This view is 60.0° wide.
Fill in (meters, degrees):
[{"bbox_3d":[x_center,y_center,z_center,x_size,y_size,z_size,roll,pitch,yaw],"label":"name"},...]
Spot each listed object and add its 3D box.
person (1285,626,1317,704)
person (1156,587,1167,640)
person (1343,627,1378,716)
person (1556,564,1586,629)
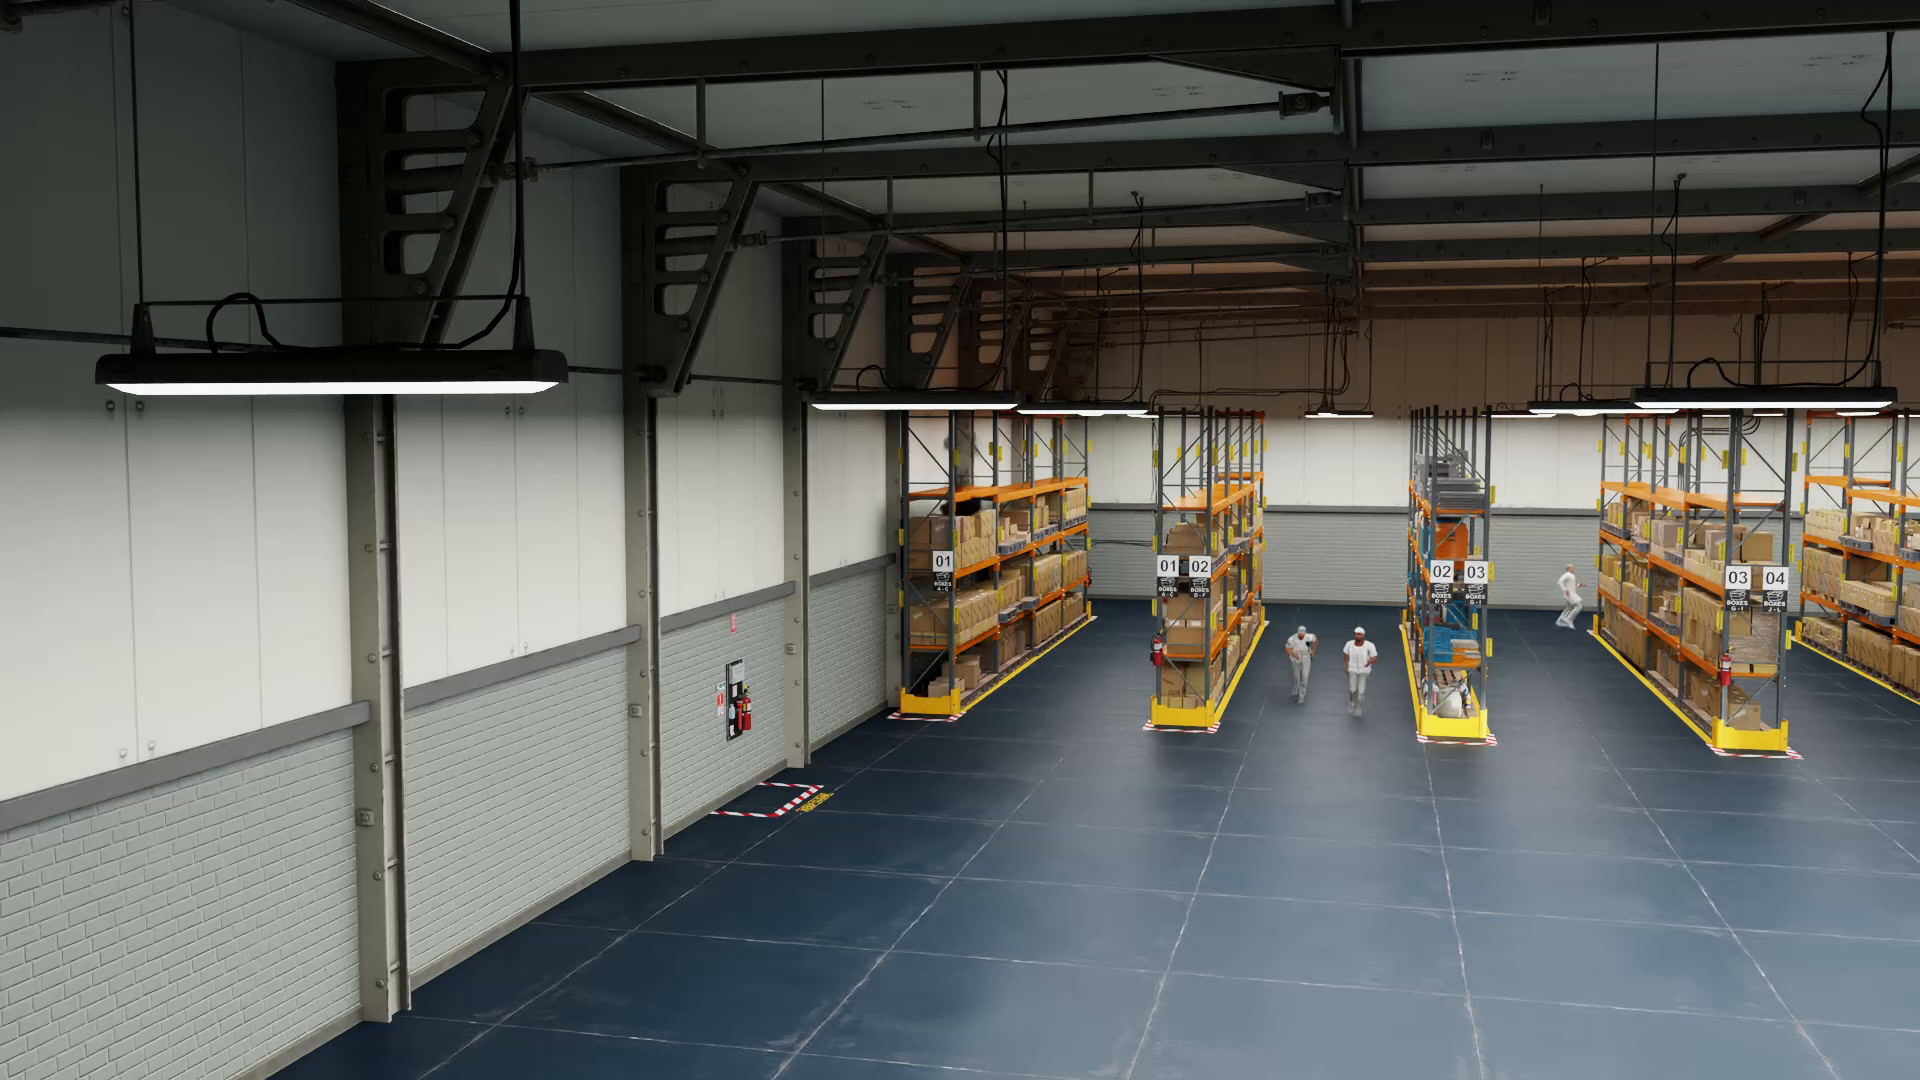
[{"bbox_3d":[6.968,2.523,34.025,0.648,1.627,1.035,0,4,5],"label":"person"},{"bbox_3d":[5.459,1.762,43.598,0.648,1.712,0.946,1,4,9],"label":"person"},{"bbox_3d":[7.703,2.547,32.097,0.677,1.729,0.607,2,4,20],"label":"person"},{"bbox_3d":[16.853,1.554,45.842,0.769,1.793,0.676,2,4,24],"label":"person"}]
